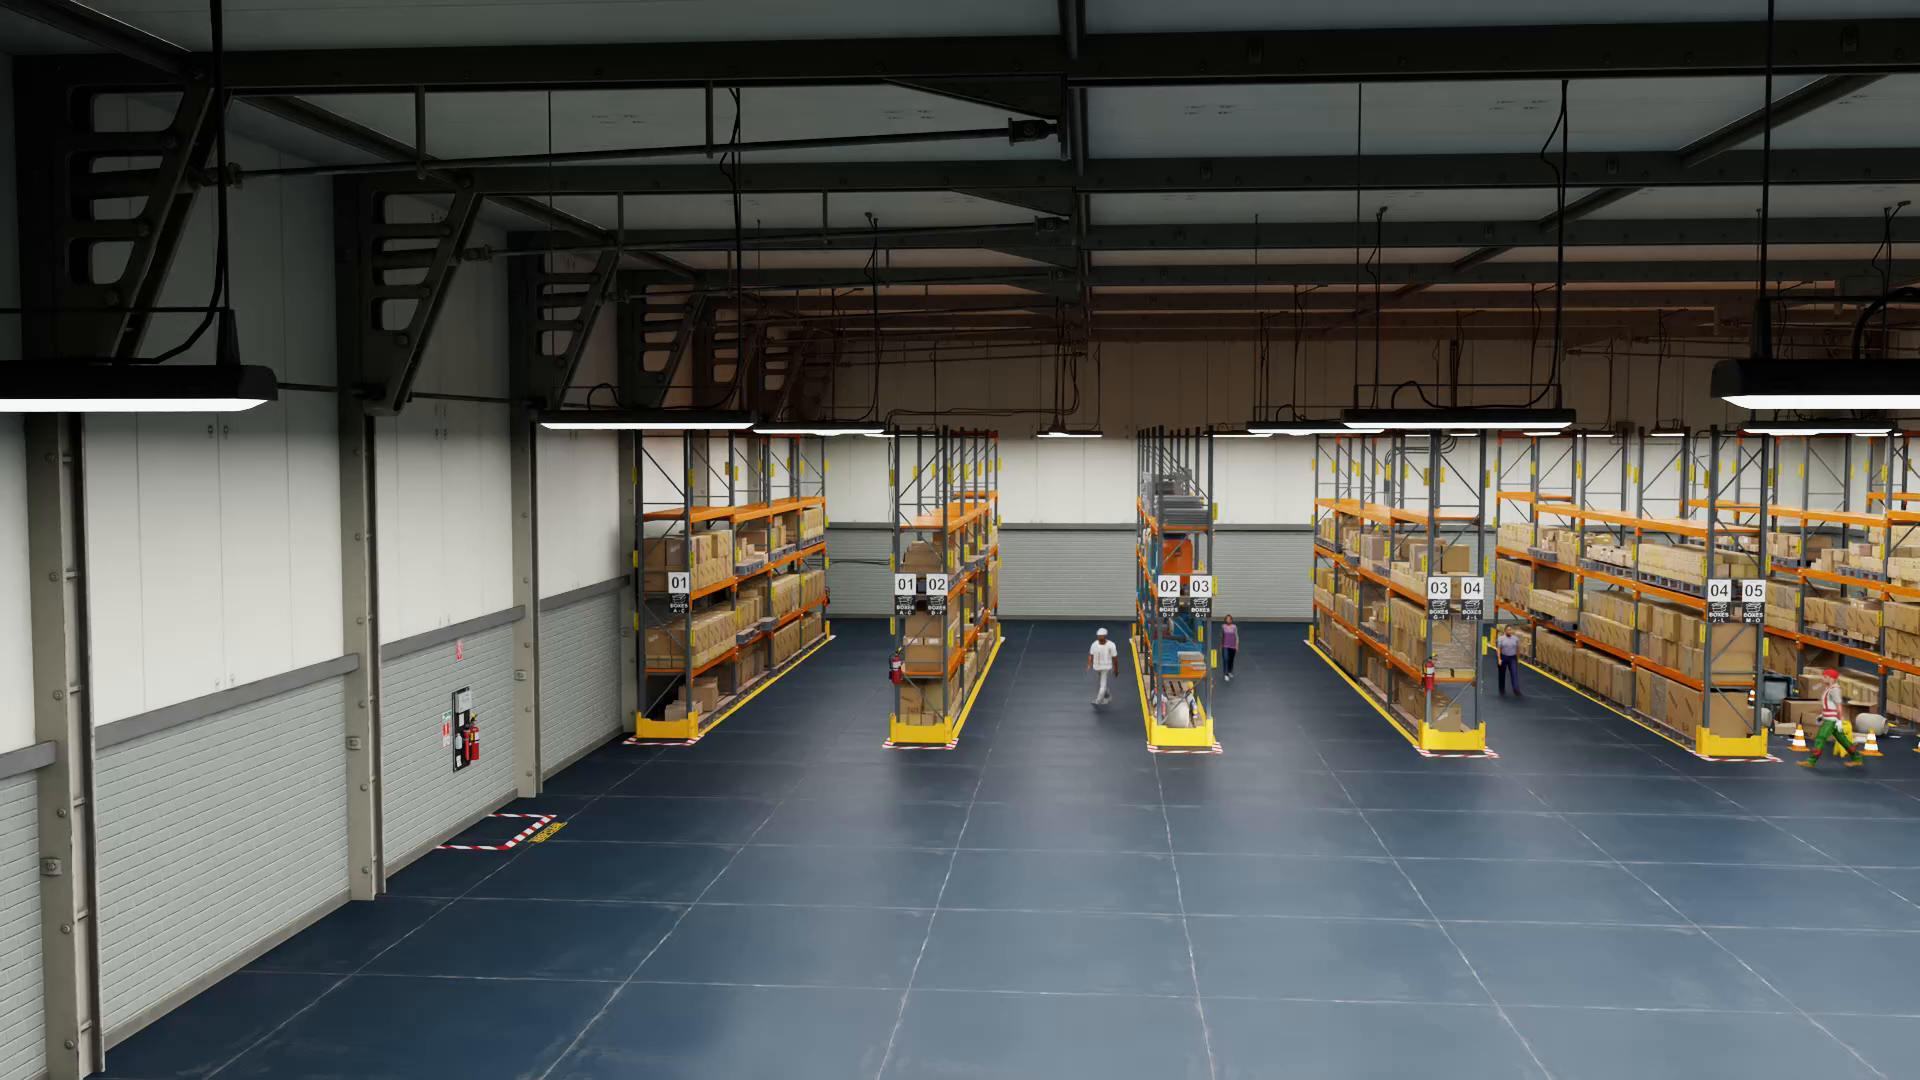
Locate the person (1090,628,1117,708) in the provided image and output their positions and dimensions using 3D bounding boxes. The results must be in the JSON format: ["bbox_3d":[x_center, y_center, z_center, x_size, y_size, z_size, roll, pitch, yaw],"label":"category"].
[{"bbox_3d":[2.979,2.722,35.406,0.586,1.693,1.115,3,4,37],"label":"person"}]

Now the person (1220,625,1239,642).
[{"bbox_3d":[6.416,2.303,39.607,0.434,0.556,0.322,0,3,4],"label":"person"}]

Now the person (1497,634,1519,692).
[{"bbox_3d":[12.228,2.738,37.093,0.491,1.319,0.726,1,4,13],"label":"person"}]

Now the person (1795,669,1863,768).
[{"bbox_3d":[15.129,3.110,28.905,1.092,1.738,0.418,1,4,17],"label":"person"}]
